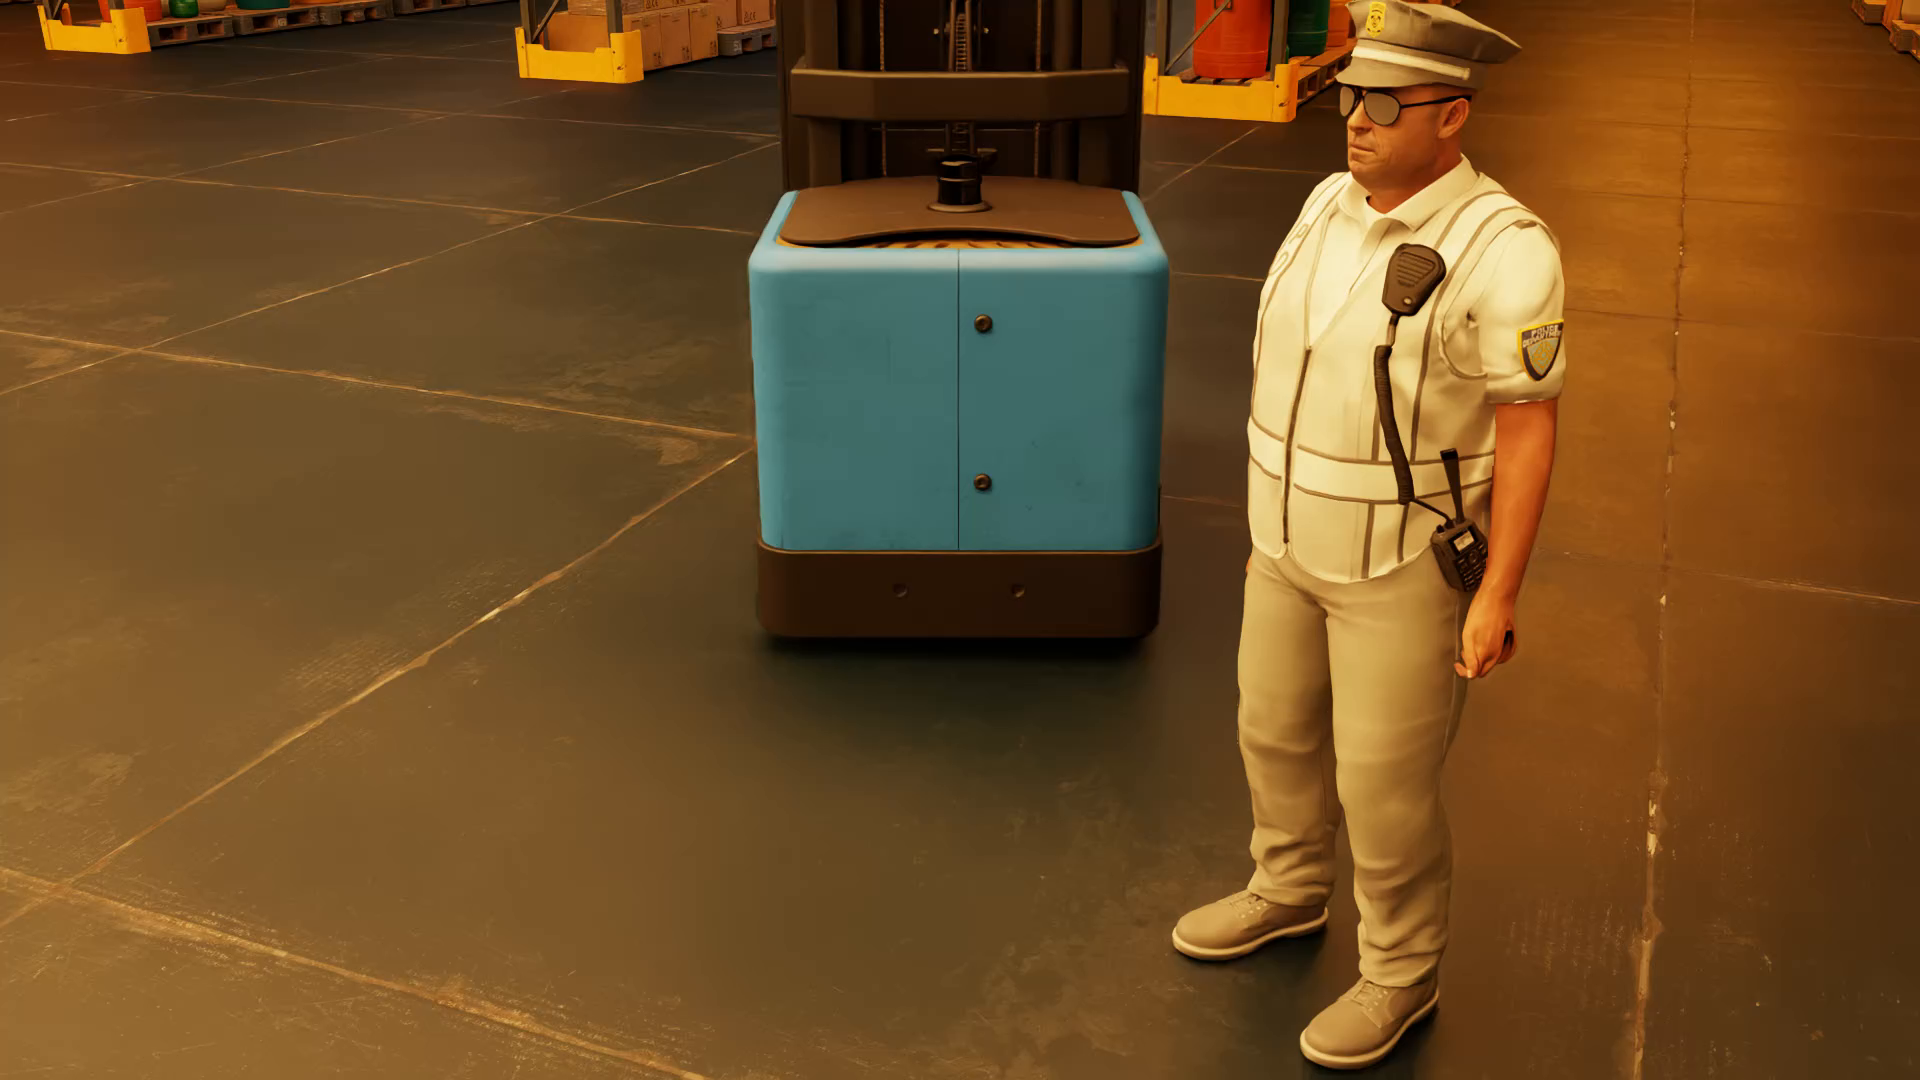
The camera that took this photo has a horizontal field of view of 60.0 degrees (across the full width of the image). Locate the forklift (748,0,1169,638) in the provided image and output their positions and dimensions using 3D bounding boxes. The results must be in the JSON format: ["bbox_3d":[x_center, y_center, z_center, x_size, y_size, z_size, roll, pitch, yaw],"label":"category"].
[{"bbox_3d":[0.003,-1.616,5.158,1.130,2.935,3.031,0,23,0],"label":"forklift"}]
